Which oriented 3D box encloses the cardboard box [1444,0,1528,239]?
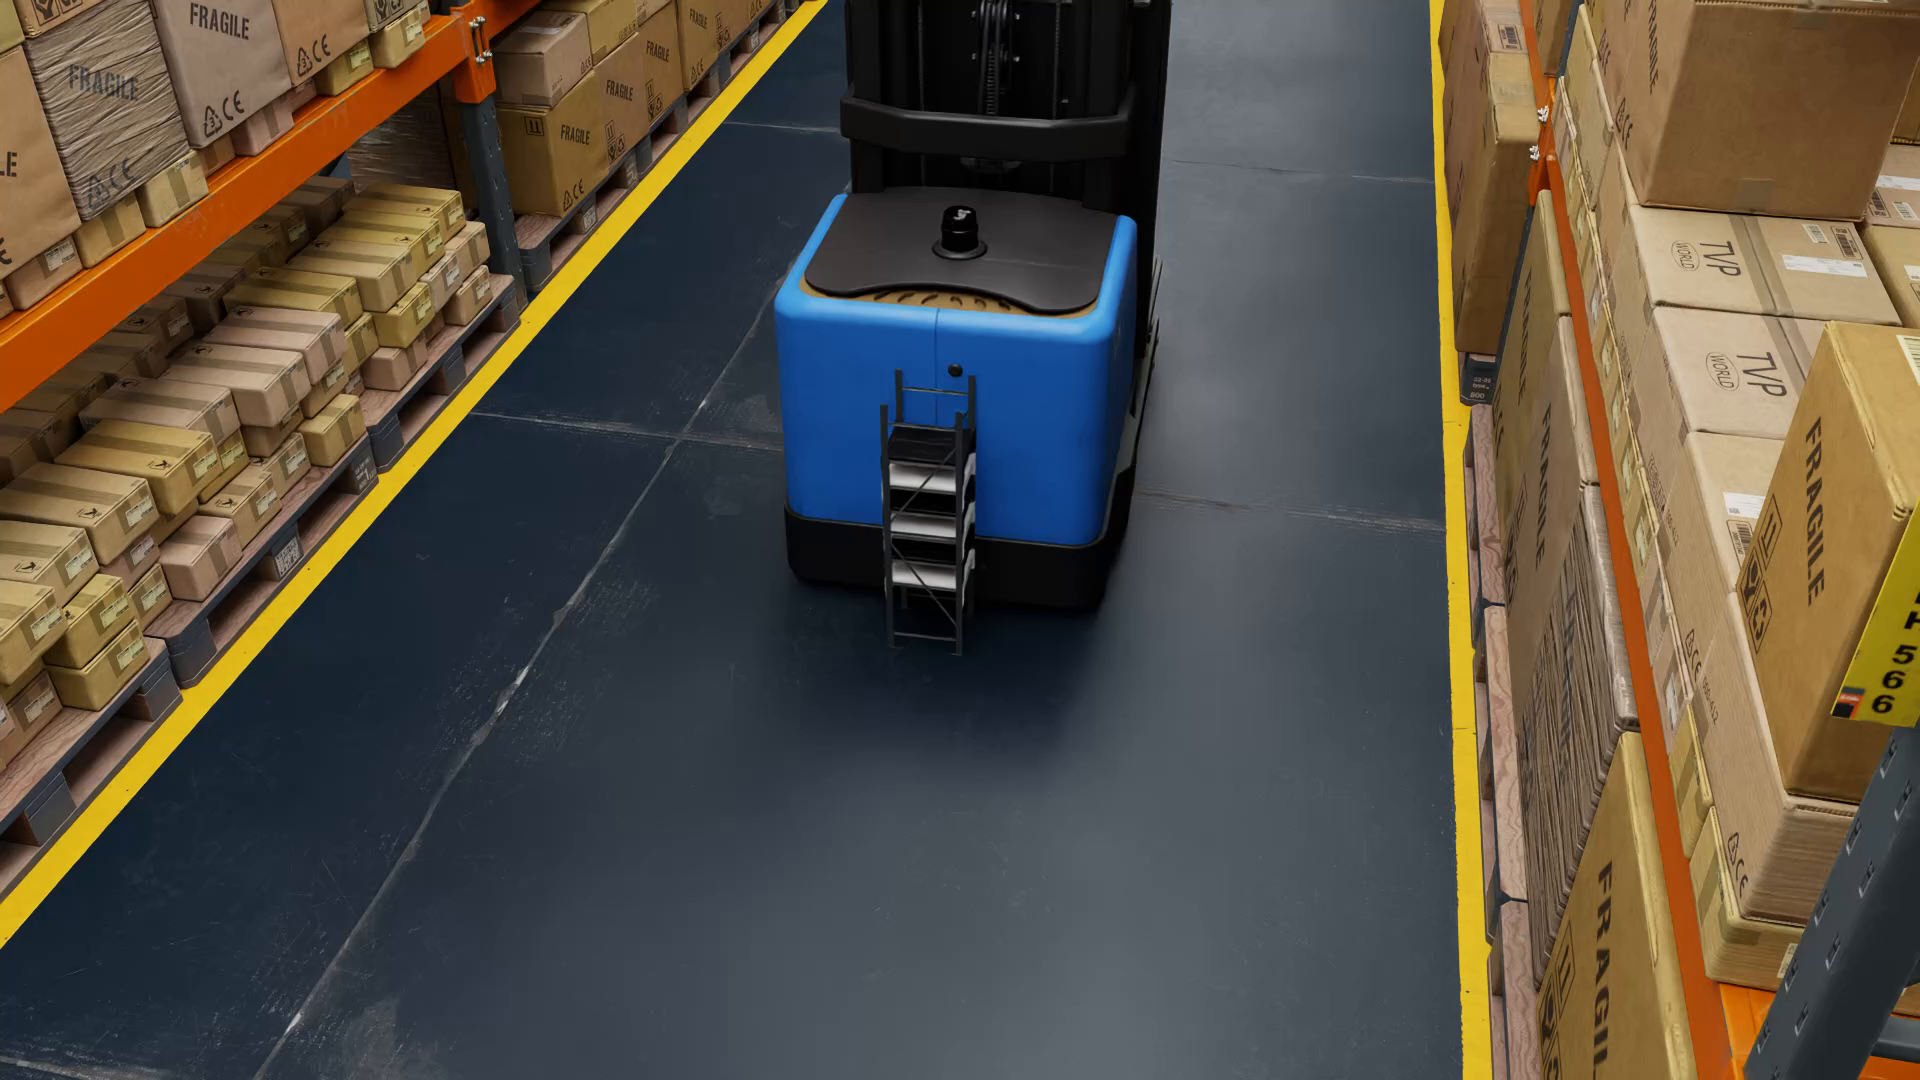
[{"bbox_3d":[2.780,-1.759,7.074,1.225,0.875,0.875,6,36,8],"label":"cardboard box"}]

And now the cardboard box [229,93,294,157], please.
[{"bbox_3d":[-2.355,-1.341,5.258,0.380,0.149,0.250,6,36,8],"label":"cardboard box"}]

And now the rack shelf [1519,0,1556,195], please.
[{"bbox_3d":[2.900,-2.423,7.150,1.077,0.370,4.000,7,37,10],"label":"rack shelf"}]

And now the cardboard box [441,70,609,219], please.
[{"bbox_3d":[-1.934,-1.795,7.443,0.500,0.500,0.500,9,37,12],"label":"cardboard box"}]

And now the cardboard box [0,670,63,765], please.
[{"bbox_3d":[-2.758,0.467,4.622,0.380,0.149,0.250,8,37,10],"label":"cardboard box"}]

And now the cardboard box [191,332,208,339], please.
[{"bbox_3d":[-2.785,-0.761,6.061,0.380,0.149,0.250,6,36,8],"label":"cardboard box"}]

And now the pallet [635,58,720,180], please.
[{"bbox_3d":[-1.928,-2.266,8.697,1.003,0.211,1.213,7,37,10],"label":"pallet"}]

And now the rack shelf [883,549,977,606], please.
[{"bbox_3d":[-0.092,0.103,5.204,0.258,0.077,0.200,6,36,8],"label":"rack shelf"}]

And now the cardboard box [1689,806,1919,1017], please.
[{"bbox_3d":[1.373,0.582,2.605,0.380,0.149,0.250,8,37,11],"label":"cardboard box"}]

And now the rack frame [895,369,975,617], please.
[{"bbox_3d":[-0.074,-0.128,5.160,0.240,0.900,0.006,6,36,8],"label":"rack frame"}]

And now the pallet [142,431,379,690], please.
[{"bbox_3d":[-2.718,-0.027,5.607,1.003,0.211,1.213,7,37,10],"label":"pallet"}]

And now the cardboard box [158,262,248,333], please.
[{"bbox_3d":[-2.783,-0.878,5.970,0.380,0.149,0.250,6,36,9],"label":"cardboard box"}]

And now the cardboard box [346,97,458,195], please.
[{"bbox_3d":[-2.439,-1.861,7.534,0.500,0.500,0.500,7,36,9],"label":"cardboard box"}]

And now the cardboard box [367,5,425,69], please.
[{"bbox_3d":[-2.132,-1.791,5.879,0.380,0.149,0.250,6,36,9],"label":"cardboard box"}]

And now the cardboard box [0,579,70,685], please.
[{"bbox_3d":[-2.641,0.230,4.441,0.380,0.149,0.250,7,37,10],"label":"cardboard box"}]

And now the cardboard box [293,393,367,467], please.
[{"bbox_3d":[-2.323,-0.402,5.820,0.380,0.149,0.250,7,37,10],"label":"cardboard box"}]

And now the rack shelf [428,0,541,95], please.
[{"bbox_3d":[-1.924,-3.102,8.088,1.077,0.370,4.000,7,37,10],"label":"rack shelf"}]

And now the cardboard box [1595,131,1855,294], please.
[{"bbox_3d":[1.900,-0.808,4.184,0.500,0.250,0.500,8,37,11],"label":"cardboard box"}]

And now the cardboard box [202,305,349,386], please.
[{"bbox_3d":[-2.334,-0.666,5.678,0.380,0.149,0.250,6,36,8],"label":"cardboard box"}]

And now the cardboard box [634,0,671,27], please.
[{"bbox_3d":[-1.710,-2.697,8.048,0.500,0.250,0.500,9,37,12],"label":"cardboard box"}]

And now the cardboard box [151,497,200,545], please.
[{"bbox_3d":[-2.621,-0.118,5.174,0.380,0.149,0.250,9,37,12],"label":"cardboard box"}]

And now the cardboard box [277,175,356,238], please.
[{"bbox_3d":[-2.627,-1.332,6.597,0.380,0.149,0.250,9,37,12],"label":"cardboard box"}]

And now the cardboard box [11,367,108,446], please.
[{"bbox_3d":[-2.986,-0.439,5.365,0.380,0.149,0.250,7,37,10],"label":"cardboard box"}]

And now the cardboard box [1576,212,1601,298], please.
[{"bbox_3d":[1.864,-0.738,4.427,0.380,0.149,0.250,7,36,9],"label":"cardboard box"}]

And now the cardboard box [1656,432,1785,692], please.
[{"bbox_3d":[1.572,0.064,2.980,0.500,0.250,0.500,7,36,9],"label":"cardboard box"}]

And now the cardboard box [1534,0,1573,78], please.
[{"bbox_3d":[2.306,-1.910,5.744,0.500,0.500,0.500,7,37,10],"label":"cardboard box"}]

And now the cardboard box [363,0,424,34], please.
[{"bbox_3d":[-2.178,-2.095,5.746,0.500,0.500,0.500,7,37,10],"label":"cardboard box"}]

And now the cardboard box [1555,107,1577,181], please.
[{"bbox_3d":[2.029,-1.187,5.046,0.380,0.149,0.250,6,36,8],"label":"cardboard box"}]

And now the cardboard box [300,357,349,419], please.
[{"bbox_3d":[-2.378,-0.570,5.799,0.380,0.149,0.250,8,37,11],"label":"cardboard box"}]

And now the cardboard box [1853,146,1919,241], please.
[{"bbox_3d":[2.418,-0.752,4.105,0.500,0.250,0.500,8,37,11],"label":"cardboard box"}]

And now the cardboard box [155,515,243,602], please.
[{"bbox_3d":[-2.497,0.044,5.205,0.380,0.149,0.250,6,36,8],"label":"cardboard box"}]

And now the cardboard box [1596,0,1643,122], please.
[{"bbox_3d":[2.008,-1.407,4.370,0.500,0.500,0.500,7,37,10],"label":"cardboard box"}]

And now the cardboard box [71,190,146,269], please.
[{"bbox_3d":[-2.533,-0.898,4.646,0.380,0.149,0.250,9,37,12],"label":"cardboard box"}]

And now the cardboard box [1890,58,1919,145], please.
[{"bbox_3d":[2.525,-1.347,4.288,0.500,0.500,0.500,8,37,10],"label":"cardboard box"}]

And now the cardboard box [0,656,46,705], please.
[{"bbox_3d":[-2.763,0.340,4.542,0.380,0.149,0.250,8,37,11],"label":"cardboard box"}]

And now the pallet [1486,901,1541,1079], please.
[{"bbox_3d":[1.713,1.387,3.657,1.003,0.211,1.213,7,37,10],"label":"pallet"}]

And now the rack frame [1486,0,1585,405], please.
[{"bbox_3d":[2.473,-1.567,5.357,1.000,3.000,0.127,7,37,10],"label":"rack frame"}]

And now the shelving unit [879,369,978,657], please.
[{"bbox_3d":[-0.092,-0.069,5.079,0.258,0.900,0.210,6,36,8],"label":"shelving unit"}]

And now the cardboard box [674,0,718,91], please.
[{"bbox_3d":[-1.593,-2.686,8.672,0.500,0.500,0.500,6,36,8],"label":"cardboard box"}]

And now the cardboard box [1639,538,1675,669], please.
[{"bbox_3d":[1.536,0.145,3.207,0.380,0.149,0.250,8,37,11],"label":"cardboard box"}]

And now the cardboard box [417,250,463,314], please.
[{"bbox_3d":[-2.153,-1.006,6.400,0.380,0.149,0.250,6,36,8],"label":"cardboard box"}]

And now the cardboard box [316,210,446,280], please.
[{"bbox_3d":[-2.189,-1.116,6.298,0.380,0.149,0.250,8,37,11],"label":"cardboard box"}]

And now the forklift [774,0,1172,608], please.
[{"bbox_3d":[0.200,-1.829,5.776,1.130,2.935,3.031,6,36,8],"label":"forklift"}]

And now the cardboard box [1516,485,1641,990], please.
[{"bbox_3d":[1.871,0.517,3.933,0.875,0.875,0.875,7,37,10],"label":"cardboard box"}]

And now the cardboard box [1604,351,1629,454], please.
[{"bbox_3d":[1.700,-0.294,3.814,0.380,0.149,0.250,8,37,11],"label":"cardboard box"}]

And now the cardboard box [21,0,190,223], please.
[{"bbox_3d":[-2.530,-1.220,4.538,0.500,0.500,0.500,6,36,9],"label":"cardboard box"}]

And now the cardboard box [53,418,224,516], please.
[{"bbox_3d":[-2.500,-0.225,5.069,0.380,0.149,0.250,8,37,11],"label":"cardboard box"}]

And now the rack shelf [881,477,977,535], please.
[{"bbox_3d":[-0.092,-0.115,5.046,0.258,0.077,0.200,6,36,8],"label":"rack shelf"}]

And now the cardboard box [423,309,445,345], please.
[{"bbox_3d":[-2.239,-0.857,6.448,0.380,0.149,0.250,8,37,11],"label":"cardboard box"}]
